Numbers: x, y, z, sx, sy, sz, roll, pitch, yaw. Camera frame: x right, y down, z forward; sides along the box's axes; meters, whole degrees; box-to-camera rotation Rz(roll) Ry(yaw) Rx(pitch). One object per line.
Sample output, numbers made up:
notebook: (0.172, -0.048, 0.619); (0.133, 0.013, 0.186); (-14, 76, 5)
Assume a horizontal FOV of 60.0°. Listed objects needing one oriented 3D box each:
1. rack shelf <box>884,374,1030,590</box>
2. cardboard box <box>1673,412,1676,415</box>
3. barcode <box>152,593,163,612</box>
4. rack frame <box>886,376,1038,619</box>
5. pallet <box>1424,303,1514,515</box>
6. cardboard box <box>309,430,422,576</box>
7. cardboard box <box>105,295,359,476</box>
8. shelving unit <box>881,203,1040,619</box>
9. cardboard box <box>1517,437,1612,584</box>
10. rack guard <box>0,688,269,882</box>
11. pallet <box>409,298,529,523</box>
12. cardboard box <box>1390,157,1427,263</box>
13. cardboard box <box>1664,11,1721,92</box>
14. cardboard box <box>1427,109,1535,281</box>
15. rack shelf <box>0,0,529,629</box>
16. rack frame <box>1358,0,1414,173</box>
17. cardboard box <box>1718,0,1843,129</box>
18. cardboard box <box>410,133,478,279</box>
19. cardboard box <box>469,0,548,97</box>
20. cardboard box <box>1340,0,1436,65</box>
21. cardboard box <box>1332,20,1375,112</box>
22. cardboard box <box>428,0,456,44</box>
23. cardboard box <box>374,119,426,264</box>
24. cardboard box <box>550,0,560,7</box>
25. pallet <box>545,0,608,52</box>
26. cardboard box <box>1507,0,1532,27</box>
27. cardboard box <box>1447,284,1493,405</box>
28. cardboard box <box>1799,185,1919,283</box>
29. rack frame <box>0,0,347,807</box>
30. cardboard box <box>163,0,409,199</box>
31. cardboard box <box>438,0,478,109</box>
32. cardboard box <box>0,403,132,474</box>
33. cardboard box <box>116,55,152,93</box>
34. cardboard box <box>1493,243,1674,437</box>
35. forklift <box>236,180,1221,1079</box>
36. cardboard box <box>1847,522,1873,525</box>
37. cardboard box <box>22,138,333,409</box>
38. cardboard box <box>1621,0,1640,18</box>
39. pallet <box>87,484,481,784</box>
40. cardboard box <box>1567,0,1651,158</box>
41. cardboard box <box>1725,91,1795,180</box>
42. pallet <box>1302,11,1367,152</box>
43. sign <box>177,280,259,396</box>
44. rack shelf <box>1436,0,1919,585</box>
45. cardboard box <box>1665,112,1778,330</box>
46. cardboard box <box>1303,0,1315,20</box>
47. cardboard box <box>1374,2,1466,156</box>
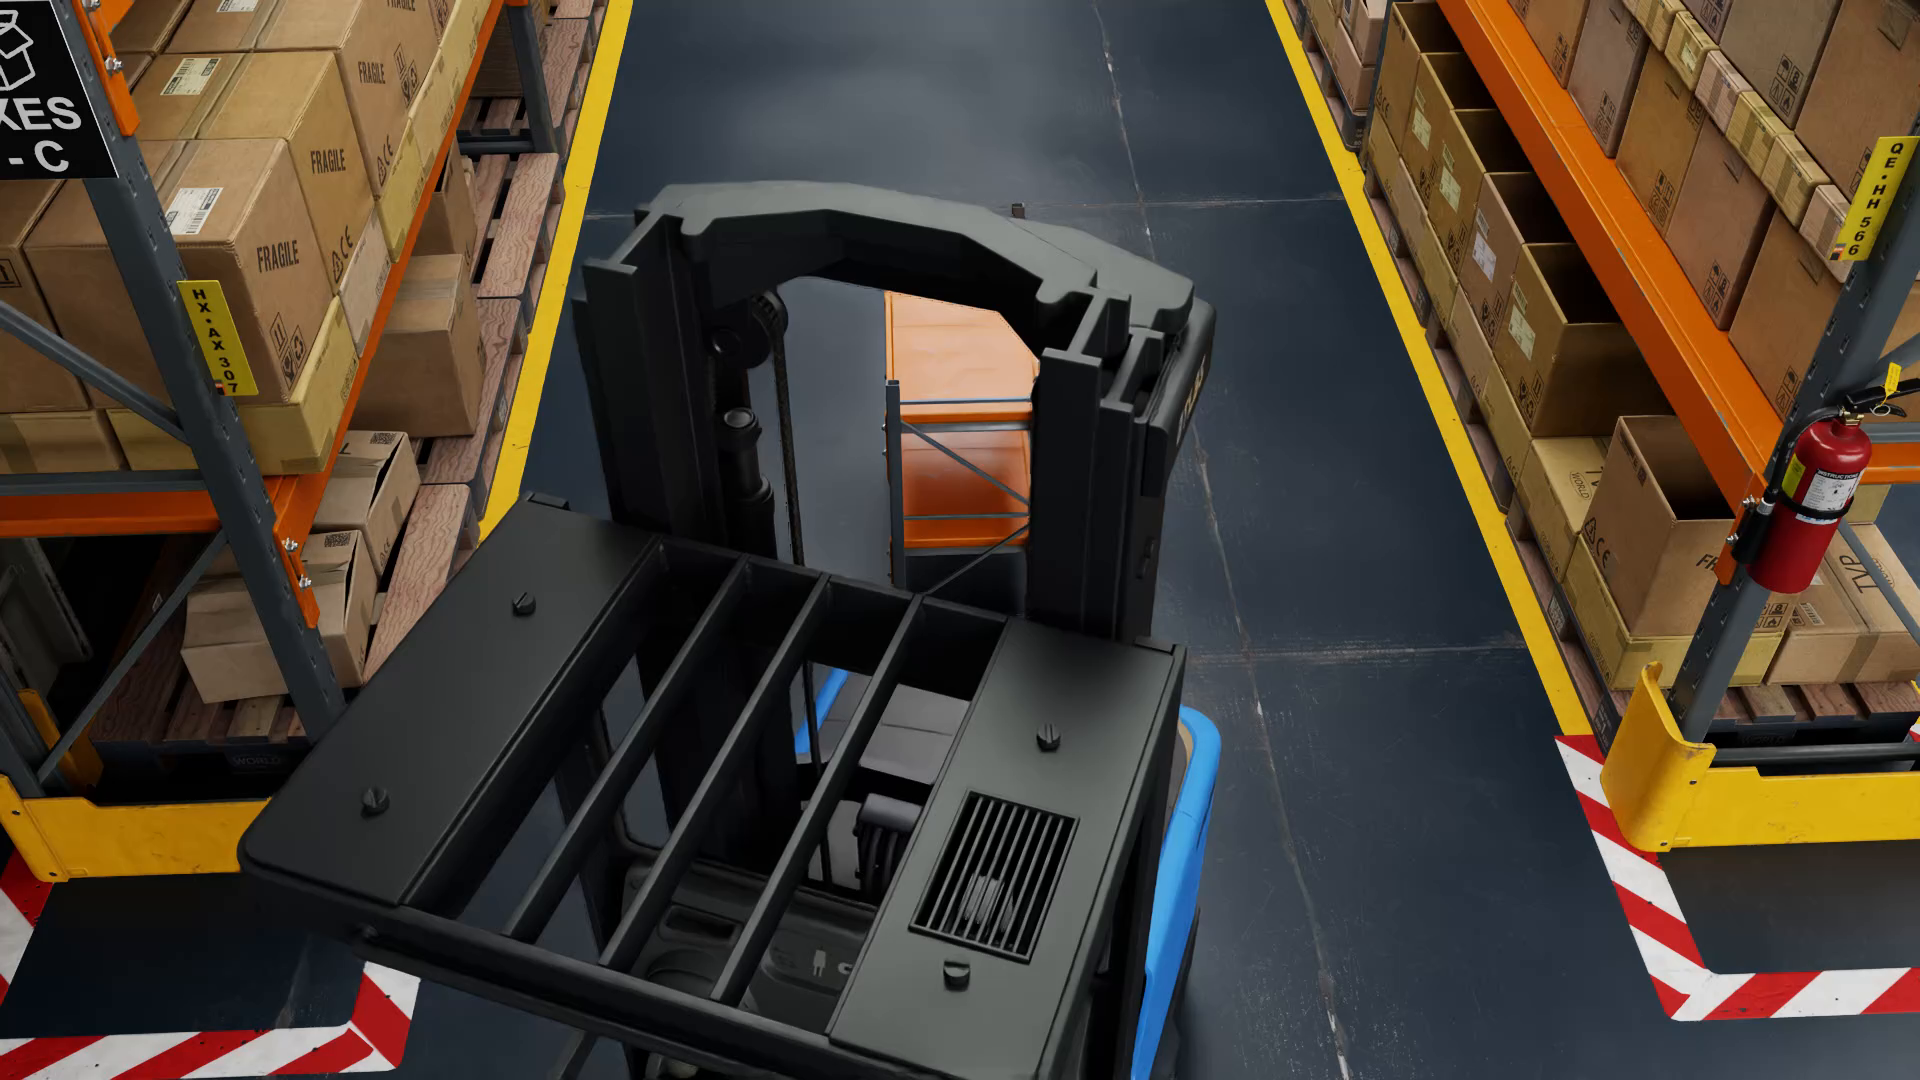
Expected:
rack shelf: (0.000, -0.239, 6.040); (0.538, 0.278, 1.000); (-2, 43, -2)
cardboard box: (2.806, -0.741, 6.007); (0.500, 0.500, 0.500); (-2, 43, -2)
barcode: (-2.625, 0.220, 5.448); (0.001, 0.075, 0.075); (-2, 43, -2)
rack frame: (0.021, -0.076, 5.500); (0.500, 1.125, 0.032); (-2, 43, -2)
pallet: (2.541, -0.589, 6.736); (1.003, 0.211, 1.213); (-2, 43, -2)
cardboard box: (-2.249, -0.161, 5.870); (0.500, 0.311, 0.500); (2, 43, 2)
cardboard box: (-1.988, -0.426, 4.591); (0.500, 0.250, 0.500); (-3, 43, -3)
shelving unit: (0.000, -0.419, 5.875); (0.538, 1.125, 1.048); (-2, 43, -2)
cardboard box: (2.313, -0.112, 5.876); (0.500, 0.250, 0.500); (-2, 43, -2)
rack guard: (-2.288, 0.735, 5.078); (1.175, 0.500, 0.348); (-2, 43, -2)
pallet: (-2.336, -0.530, 6.672); (1.003, 0.211, 1.213); (-2, 43, -2)
cardboard box: (2.227, -1.462, 7.349); (0.500, 0.250, 0.500); (-2, 43, -2)
cardboard box: (2.414, -1.505, 5.118); (0.380, 0.149, 0.250); (0, 43, 0)
cardboard box: (2.244, -1.401, 6.728); (0.500, 0.500, 0.500); (-2, 43, -2)
rack shelf: (-2.370, -1.220, 5.894); (1.077, 0.370, 4.000); (-2, 43, -2)
rack frame: (2.494, -2.980, 7.282); (1.000, 3.000, 0.127); (-2, 43, -2)
cardboard box: (2.627, -1.501, 4.634); (0.700, 0.500, 0.500); (-3, 43, -3)
cardboard box: (-2.371, -1.377, 7.057); (0.500, 0.500, 0.500); (-5, 43, -5)
cardboard box: (-2.503, -2.573, 8.361); (0.700, 0.500, 0.500); (0, 43, 0)
cardboard box: (2.191, -2.594, 8.169); (0.500, 0.311, 0.500); (-2, 43, -2)
cardboard box: (2.187, -2.393, 8.365); (0.500, 0.250, 0.500); (-2, 43, -2)
cardboard box: (-2.088, -2.077, 5.837); (0.500, 0.500, 0.500); (-3, 43, -3)
cardboard box: (-2.040, -1.120, 5.348); (0.500, 0.250, 0.500); (-2, 43, -2)
cardboard box: (-2.556, -3.266, 9.117); (0.700, 0.500, 0.500); (-1, 43, -1)
pallet: (-2.544, -3.159, 9.540); (1.003, 0.211, 1.213); (-2, 43, -2)
cardboard box: (2.548, -2.362, 6.533); (0.700, 0.500, 0.500); (-2, 43, -2)
cardboard box: (2.270, -0.787, 6.613); (0.500, 0.250, 0.500); (-2, 43, -2)
cardboard box: (2.458, -0.809, 4.358); (0.380, 0.149, 0.250); (-2, 43, -3)
rack frame: (-2.285, -0.135, 4.178); (1.000, 3.000, 0.127); (-2, 43, -2)
cardboard box: (-2.032, -1.378, 5.074); (0.500, 0.500, 0.500); (-3, 43, -3)
cardboard box: (-2.082, -1.801, 6.091); (0.500, 0.250, 0.500); (-2, 43, -2)
cardboard box: (-2.498, -0.397, 4.560); (0.500, 0.250, 0.500); (-1, 43, -1)
cardboard box: (-2.529, -1.016, 4.680); (0.500, 0.500, 0.500); (-1, 43, -1)
cardboard box: (2.287, -0.726, 5.991); (0.500, 0.500, 0.500); (-2, 43, -2)
forklift: (-0.282, 0.989, 3.002); (1.130, 2.935, 3.031); (13, 44, 14)
cardboard box: (2.839, -0.127, 5.893); (0.500, 0.250, 0.500); (-2, 43, -2)
cardboard box: (-2.005, -0.695, 4.329); (0.500, 0.500, 0.500); (-2, 43, -2)
cardboard box: (2.390, -1.856, 5.500); (0.380, 0.149, 0.250); (-2, 43, -2)
pallet: (-2.287, 0.292, 5.775); (1.003, 0.211, 1.213); (-2, 43, -2)
cardboard box: (2.589, -1.677, 5.786); (0.700, 0.500, 0.500); (0, 43, -1)
cardboard box: (2.434, -1.158, 4.739); (0.380, 0.149, 0.250); (-2, 43, -2)
pallet: (2.424, -2.449, 8.765); (1.003, 0.211, 1.213); (-2, 43, -2)
sign: (-1.743, -0.470, 3.902); (0.100, 0.325, 0.005); (-2, 43, -2)
rack shelf: (2.579, -1.365, 6.052); (1.077, 0.370, 4.000); (-2, 43, -2)
cardboard box: (2.630, -0.987, 5.033); (0.700, 0.500, 0.500); (-1, 43, -1)
cardboard box: (2.145, -3.080, 9.115); (0.500, 0.250, 0.500); (-1, 43, -1)
cardboard box: (2.201, -2.076, 7.464); (0.500, 0.500, 0.500); (-2, 43, -2)
